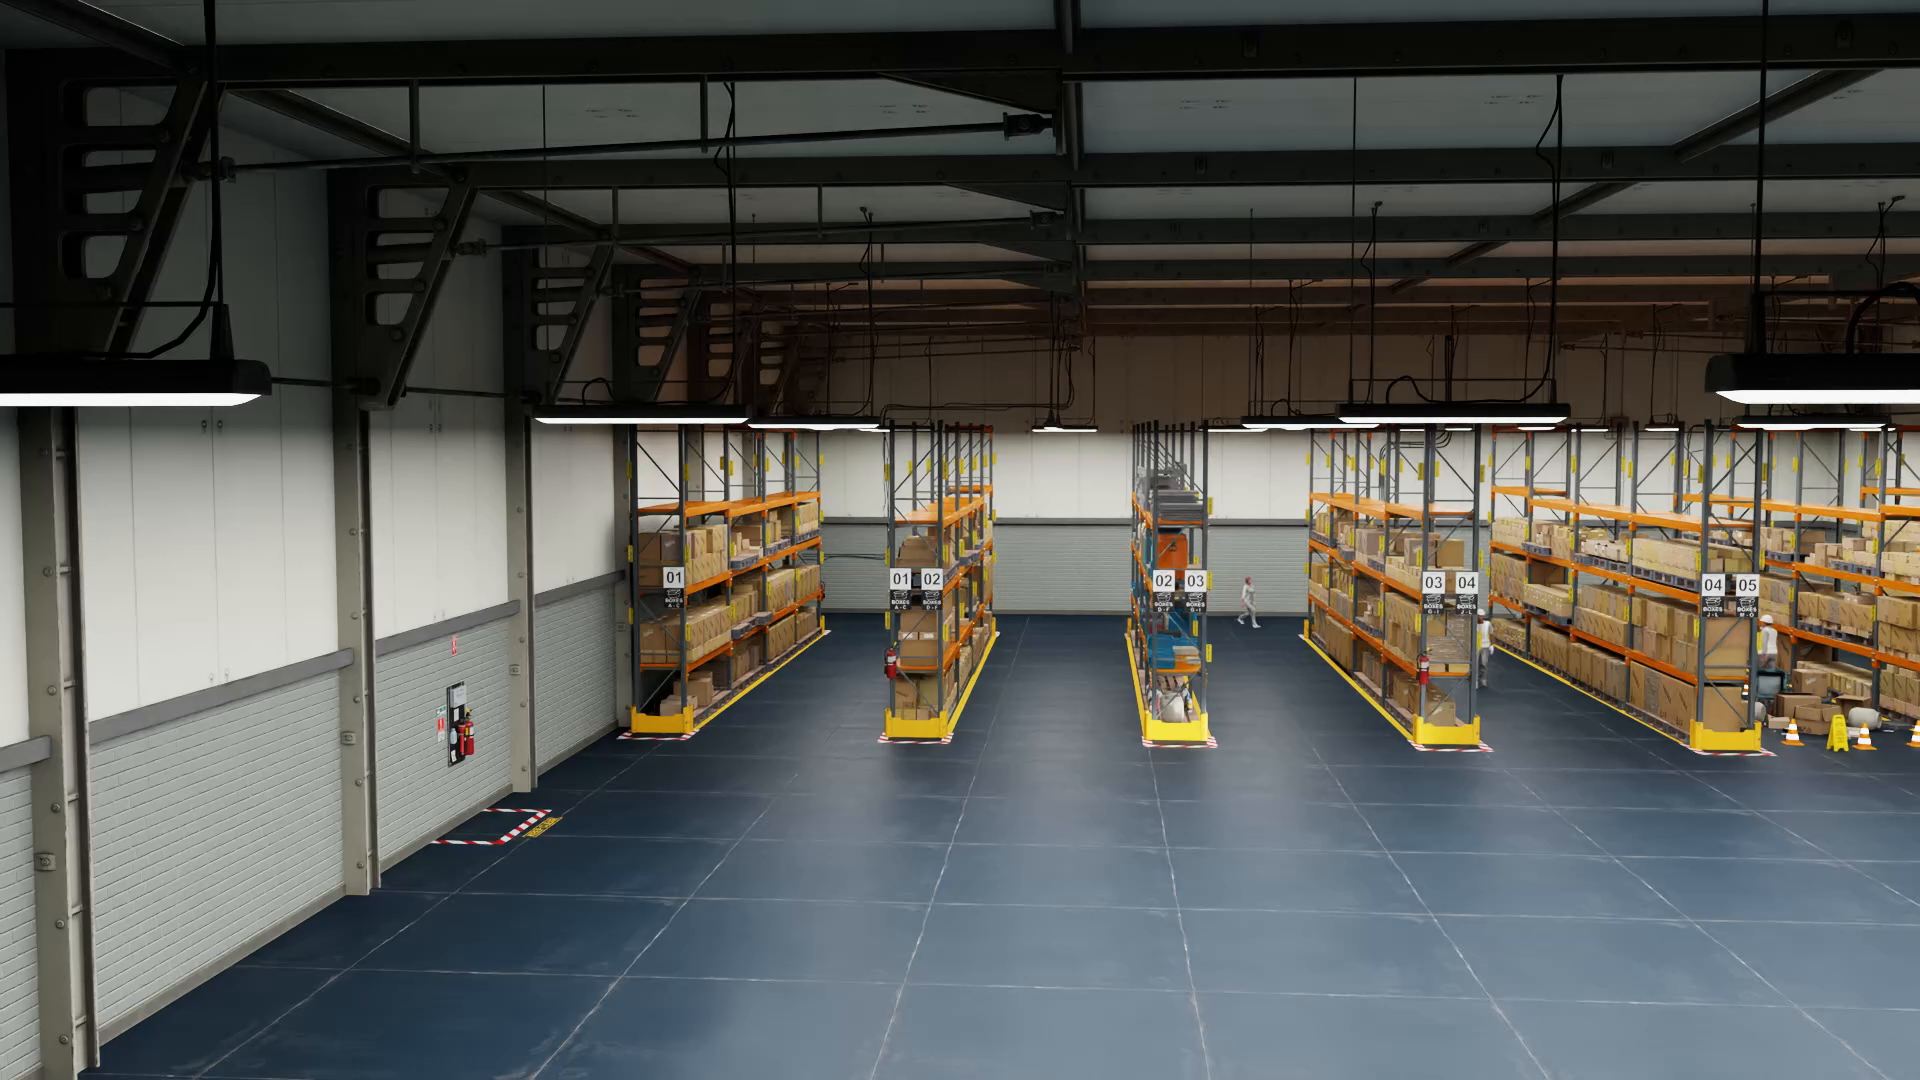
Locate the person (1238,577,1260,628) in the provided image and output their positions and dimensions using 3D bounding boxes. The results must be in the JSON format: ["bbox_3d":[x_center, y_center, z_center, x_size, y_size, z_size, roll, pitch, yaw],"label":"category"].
[{"bbox_3d":[8.591,1.833,49.464,0.410,1.503,0.876,-3,5,-40],"label":"person"}]

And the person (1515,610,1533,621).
[{"bbox_3d":[16.146,1.876,47.607,0.933,1.643,0.491,0,4,-1],"label":"person"}]

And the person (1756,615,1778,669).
[{"bbox_3d":[17.752,2.548,36.528,0.516,1.801,0.701,-1,4,-8],"label":"person"}]

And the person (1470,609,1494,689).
[{"bbox_3d":[11.776,2.463,37.672,0.628,1.821,0.585,1,4,22],"label":"person"}]
